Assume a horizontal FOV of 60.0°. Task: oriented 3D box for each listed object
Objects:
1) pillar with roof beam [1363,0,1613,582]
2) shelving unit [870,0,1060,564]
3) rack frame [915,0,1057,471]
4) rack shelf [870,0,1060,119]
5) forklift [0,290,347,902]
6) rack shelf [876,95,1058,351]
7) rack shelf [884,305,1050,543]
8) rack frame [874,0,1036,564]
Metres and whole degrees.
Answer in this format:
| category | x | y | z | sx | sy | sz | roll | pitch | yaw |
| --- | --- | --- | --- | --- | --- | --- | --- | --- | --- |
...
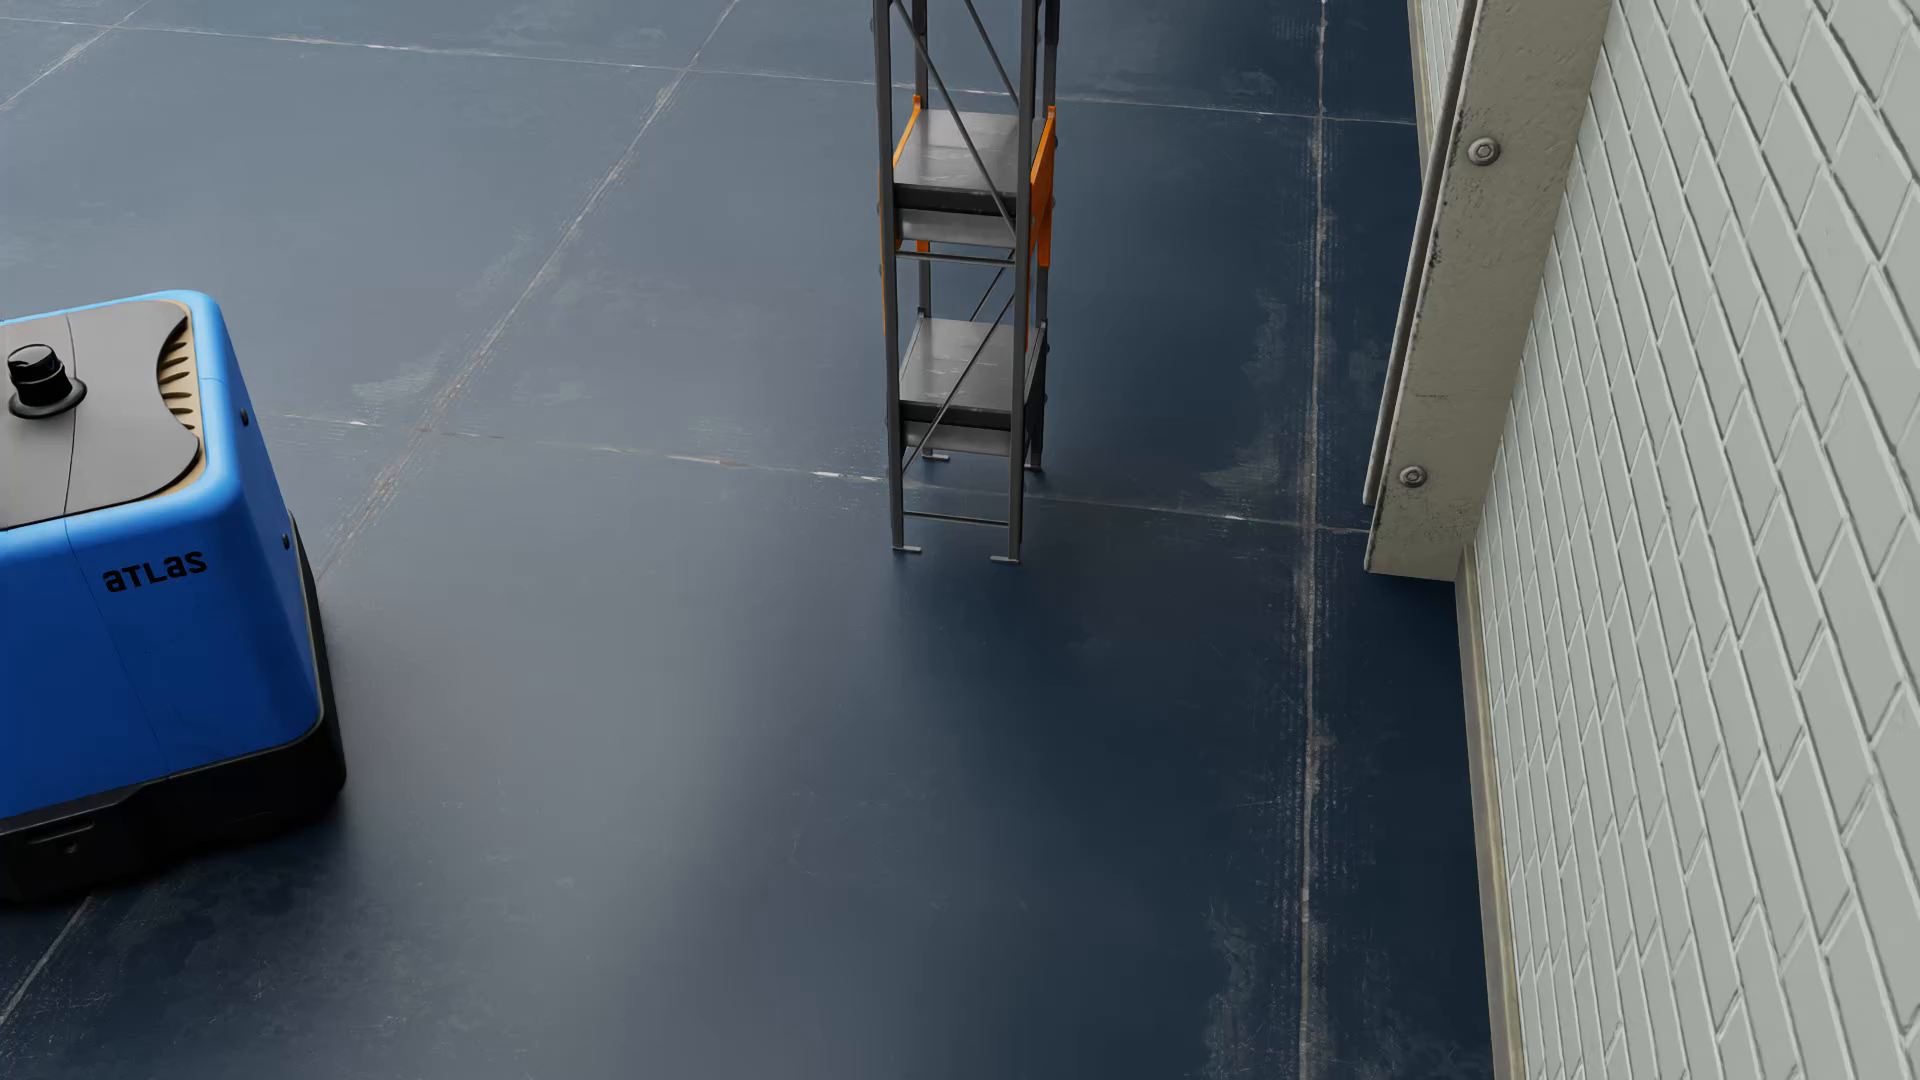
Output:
| category | x | y | z | sx | sy | sz | roll | pitch | yaw |
| --- | --- | --- | --- | --- | --- | --- | --- | --- | --- |
| pillar with roof beam | -2.805 | -3.953 | 2.969 | 9.100 | 9.000 | 0.400 | 6 | 40 | 8 |
| shelving unit | 0.029 | -0.913 | 4.707 | 0.431 | 2.100 | 0.503 | 6 | 40 | 8 |
| rack frame | 0.071 | -1.066 | 4.892 | 0.400 | 2.100 | 0.015 | 6 | 40 | 8 |
| rack shelf | 0.029 | -1.442 | 4.269 | 0.431 | 0.518 | 0.480 | 6 | 40 | 8 |
| forklift | -3.182 | -0.342 | 3.363 | 3.031 | 2.935 | 1.130 | -15 | 42 | -17 |
| rack shelf | 0.029 | -0.903 | 4.715 | 0.431 | 0.518 | 0.480 | 6 | 40 | 8 |
| rack shelf | 0.029 | -0.363 | 5.161 | 0.431 | 0.518 | 0.480 | 6 | 40 | 8 |
| rack frame | -0.014 | -0.760 | 4.521 | 0.400 | 2.100 | 0.015 | 6 | 40 | 8 |
